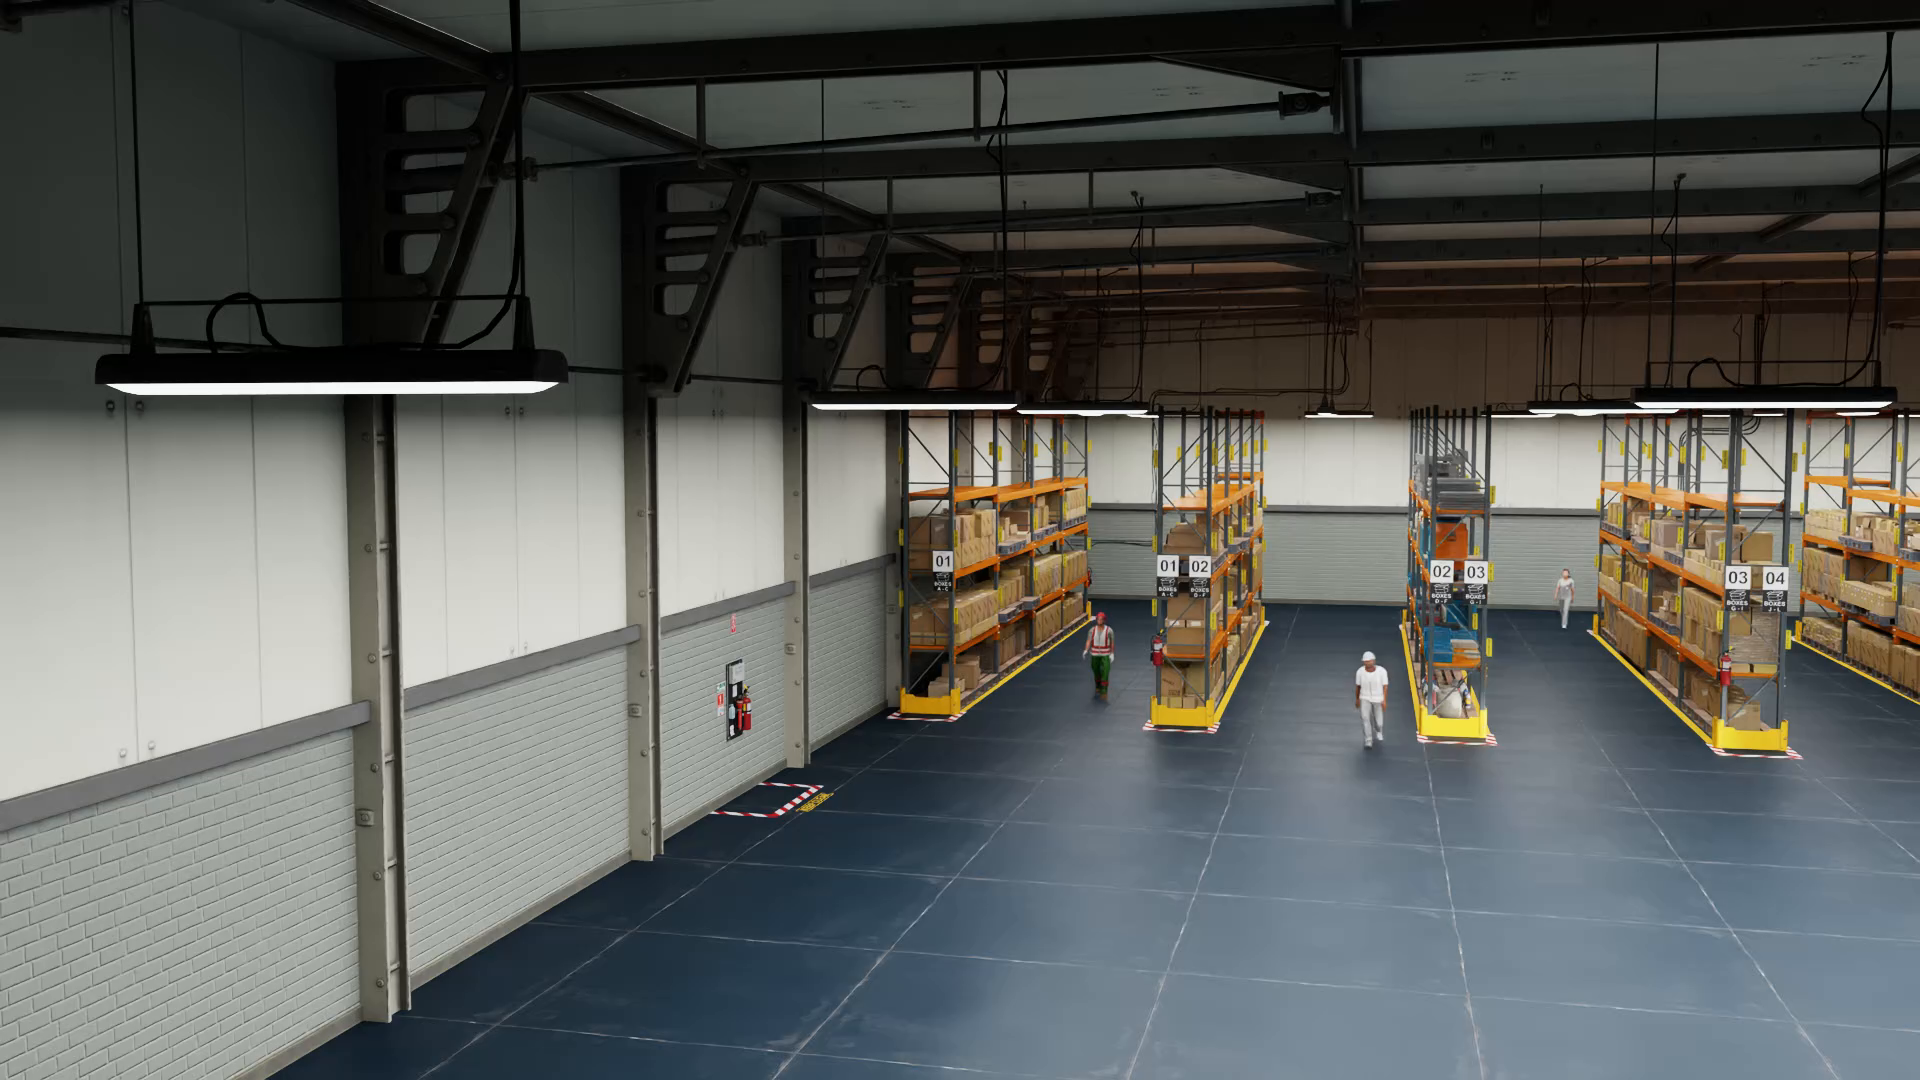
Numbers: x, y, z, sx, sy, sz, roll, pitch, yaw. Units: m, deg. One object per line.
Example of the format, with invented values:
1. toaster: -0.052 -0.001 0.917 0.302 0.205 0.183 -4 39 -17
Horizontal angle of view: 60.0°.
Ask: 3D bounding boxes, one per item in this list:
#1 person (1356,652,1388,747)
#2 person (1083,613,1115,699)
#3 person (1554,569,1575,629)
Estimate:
1. person: 7.261 2.794 29.351 0.565 1.656 1.039 1 4 18
2. person: 2.864 2.370 34.297 0.634 1.725 1.055 1 4 9
3. person: 16.683 1.606 45.868 0.484 1.619 1.037 3 5 33
